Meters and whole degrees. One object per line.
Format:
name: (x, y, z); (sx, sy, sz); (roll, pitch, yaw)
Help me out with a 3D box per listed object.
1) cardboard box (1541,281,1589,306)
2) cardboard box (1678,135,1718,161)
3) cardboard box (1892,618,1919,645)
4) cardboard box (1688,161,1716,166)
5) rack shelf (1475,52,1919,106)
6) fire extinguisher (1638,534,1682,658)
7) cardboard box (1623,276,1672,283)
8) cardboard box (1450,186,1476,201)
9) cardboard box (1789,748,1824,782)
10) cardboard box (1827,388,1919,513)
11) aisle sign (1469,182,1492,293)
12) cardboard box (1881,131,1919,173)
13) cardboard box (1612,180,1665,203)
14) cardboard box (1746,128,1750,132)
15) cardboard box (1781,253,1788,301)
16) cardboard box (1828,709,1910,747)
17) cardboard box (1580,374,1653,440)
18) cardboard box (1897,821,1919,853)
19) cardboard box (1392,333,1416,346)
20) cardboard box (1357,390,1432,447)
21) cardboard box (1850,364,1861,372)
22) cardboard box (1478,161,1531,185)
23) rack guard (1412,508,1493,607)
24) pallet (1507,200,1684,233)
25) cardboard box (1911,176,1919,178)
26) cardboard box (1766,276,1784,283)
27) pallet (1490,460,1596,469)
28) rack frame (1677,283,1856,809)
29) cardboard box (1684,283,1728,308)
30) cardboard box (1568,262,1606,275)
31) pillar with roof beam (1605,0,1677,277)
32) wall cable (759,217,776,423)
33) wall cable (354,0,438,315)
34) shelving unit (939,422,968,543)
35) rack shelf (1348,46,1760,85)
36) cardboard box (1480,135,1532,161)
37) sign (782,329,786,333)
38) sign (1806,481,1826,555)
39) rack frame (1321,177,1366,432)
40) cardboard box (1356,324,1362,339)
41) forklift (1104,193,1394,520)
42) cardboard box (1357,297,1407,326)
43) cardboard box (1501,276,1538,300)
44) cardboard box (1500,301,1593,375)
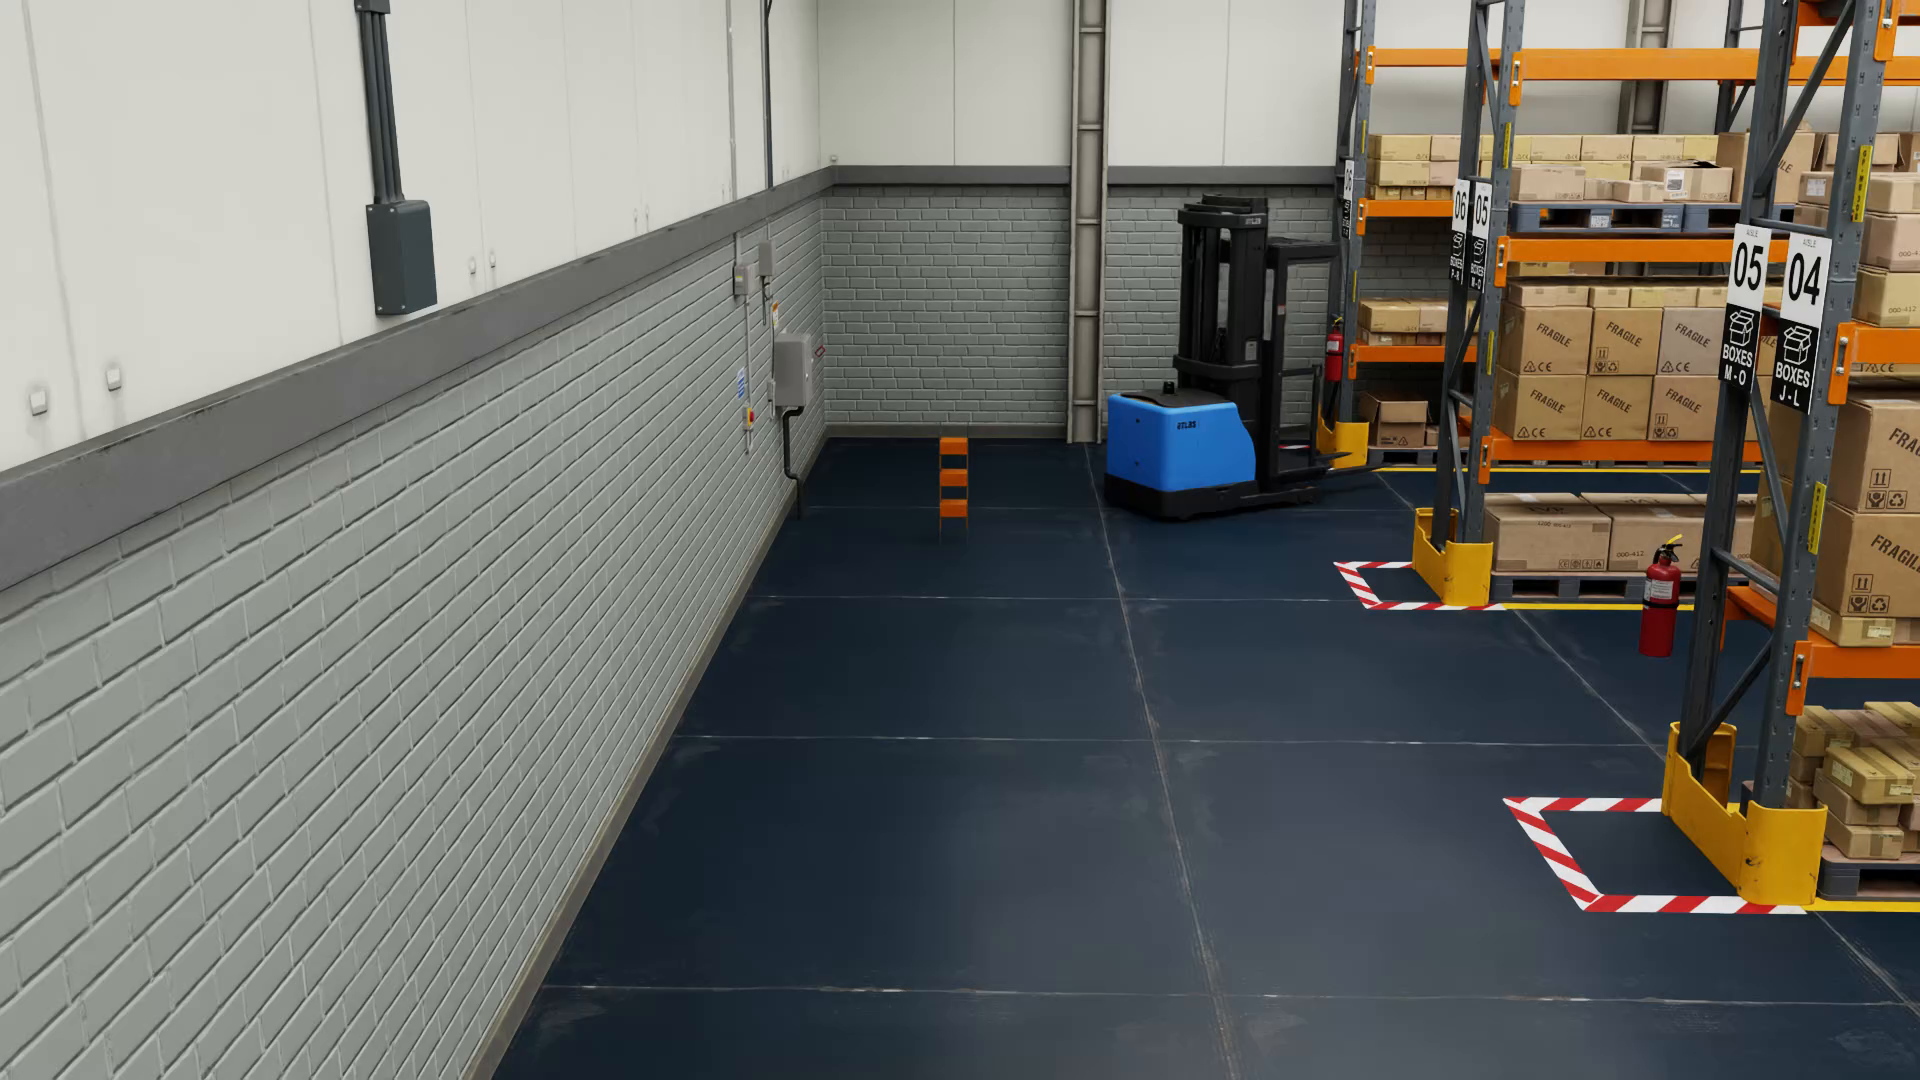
cardboard box: (4.587, -1.873, 12.632); (0.250, 0.149, 0.380); (1, 15, 3)
cardboard box: (7.586, -4.029, 17.083); (0.500, 0.250, 0.500); (0, 15, 2)
cardboard box: (4.521, 0.377, 8.023); (0.250, 0.149, 0.380); (1, 15, 3)
cardboard box: (7.608, -3.785, 17.137); (0.500, 0.250, 0.500); (0, 15, 2)
rack shelf: (5.975, -3.431, 12.397); (4.000, 0.370, 1.077); (0, 15, 1)
fire extinguisher: (3.710, 0.277, 8.792); (0.183, 0.674, 0.296); (0, 15, 1)
cardboard box: (5.364, -1.971, 13.002); (0.250, 0.149, 0.380); (0, 15, 1)
cardboard box: (5.176, -3.589, 17.174); (0.250, 0.149, 0.380); (1, 15, 3)
cardboard box: (4.485, 1.141, 8.817); (0.250, 0.149, 0.380); (0, 15, 0)
cardboard box: (4.392, -0.426, 7.836); (0.500, 0.500, 0.500); (0, 15, 1)
aisle sign: (3.896, -2.268, 12.459); (0.004, 0.787, 0.394); (0, 15, 1)
cardboard box: (7.391, -2.866, 12.726); (0.500, 0.500, 0.500); (1, 15, 2)
cardboard box: (5.057, -2.599, 12.403); (0.250, 0.149, 0.380); (1, 15, 3)
cardboard box: (8.405, -4.264, 17.319); (0.258, 0.266, 0.396); (0, 15, 1)
cardboard box: (4.411, -1.264, 8.163); (0.500, 0.250, 0.500); (0, 15, 0)
cardboard box: (4.735, 1.022, 8.686); (0.250, 0.149, 0.380); (1, 15, 3)
cardboard box: (4.954, -1.060, 12.782); (0.500, 0.500, 0.500); (0, 15, 1)
cardboard box: (4.729, 1.420, 8.343); (0.250, 0.149, 0.380); (0, 15, 1)
cardboard box: (4.676, -2.167, 17.664); (0.250, 0.149, 0.380); (1, 15, 3)
cardboard box: (4.707, -1.318, 18.025); (0.637, 0.503, 0.797); (0, 15, -1)
cardboard box: (6.479, -1.529, 12.599); (0.500, 0.500, 0.500); (1, 15, 2)
cardboard box: (5.555, -3.795, 17.173); (0.500, 0.250, 0.500); (0, 15, 0)
rack guard: (3.951, 0.124, 13.389); (0.348, 0.500, 1.175); (0, 15, 1)
pallet: (4.717, -2.490, 12.690); (1.213, 0.211, 1.003); (0, 15, 1)
cardboard box: (4.522, -1.567, 7.552); (0.250, 0.149, 0.380); (1, 15, 4)
cardboard box: (6.387, -1.967, 12.989); (0.250, 0.149, 0.380); (0, 15, 1)
pallet: (6.188, -0.987, 18.170); (1.213, 0.211, 1.003); (0, 15, 1)
rack frame: (3.950, 0.179, 8.282); (0.127, 3.000, 1.000); (0, 15, 1)
cardboard box: (5.620, -1.844, 12.524); (0.250, 0.149, 0.380); (1, 15, 2)
cardboard box: (6.615, -2.835, 17.948); (0.500, 0.500, 0.500); (0, 15, 0)
pillar with roof beam: (7.314, -4.361, 13.730); (0.400, 9.000, 9.100); (0, 15, 1)
wall cable: (-1.637, -1.968, 14.428); (0.122, 1.984, 0.588); (0, 15, 1)
wall cable: (-1.842, -3.929, 5.786); (0.120, 5.999, 2.277); (0, 15, 1)
shelving unit: (-0.053, -0.508, 14.707); (0.252, 1.050, 0.215); (0, 15, 1)
rack shelf: (6.098, -4.888, 17.145); (4.000, 0.370, 1.077); (0, 15, 1)
cardboard box: (5.546, -4.039, 17.118); (0.500, 0.250, 0.500); (0, 15, 1)
sign: (-1.657, -1.731, 15.707); (0.001, 0.494, 0.329); (0, 15, 1)
sign: (3.936, -0.101, 7.647); (0.005, 0.325, 0.100); (0, 15, 1)
rack frame: (4.098, -2.350, 17.867); (0.127, 3.000, 1.000); (0, 15, 1)
cardboard box: (4.437, -2.295, 18.151); (0.250, 0.149, 0.380); (0, 15, 1)
forklift: (2.938, -1.857, 16.132); (3.031, 2.935, 1.130); (-8, 17, -29)
cardboard box: (4.565, -2.486, 18.094); (0.500, 0.250, 0.500); (1, 15, 3)
cardboard box: (4.339, -1.978, 13.031); (0.250, 0.149, 0.380); (1, 15, 2)
cardboard box: (4.448, -1.540, 12.642); (0.500, 0.500, 0.500); (0, 15, 0)
